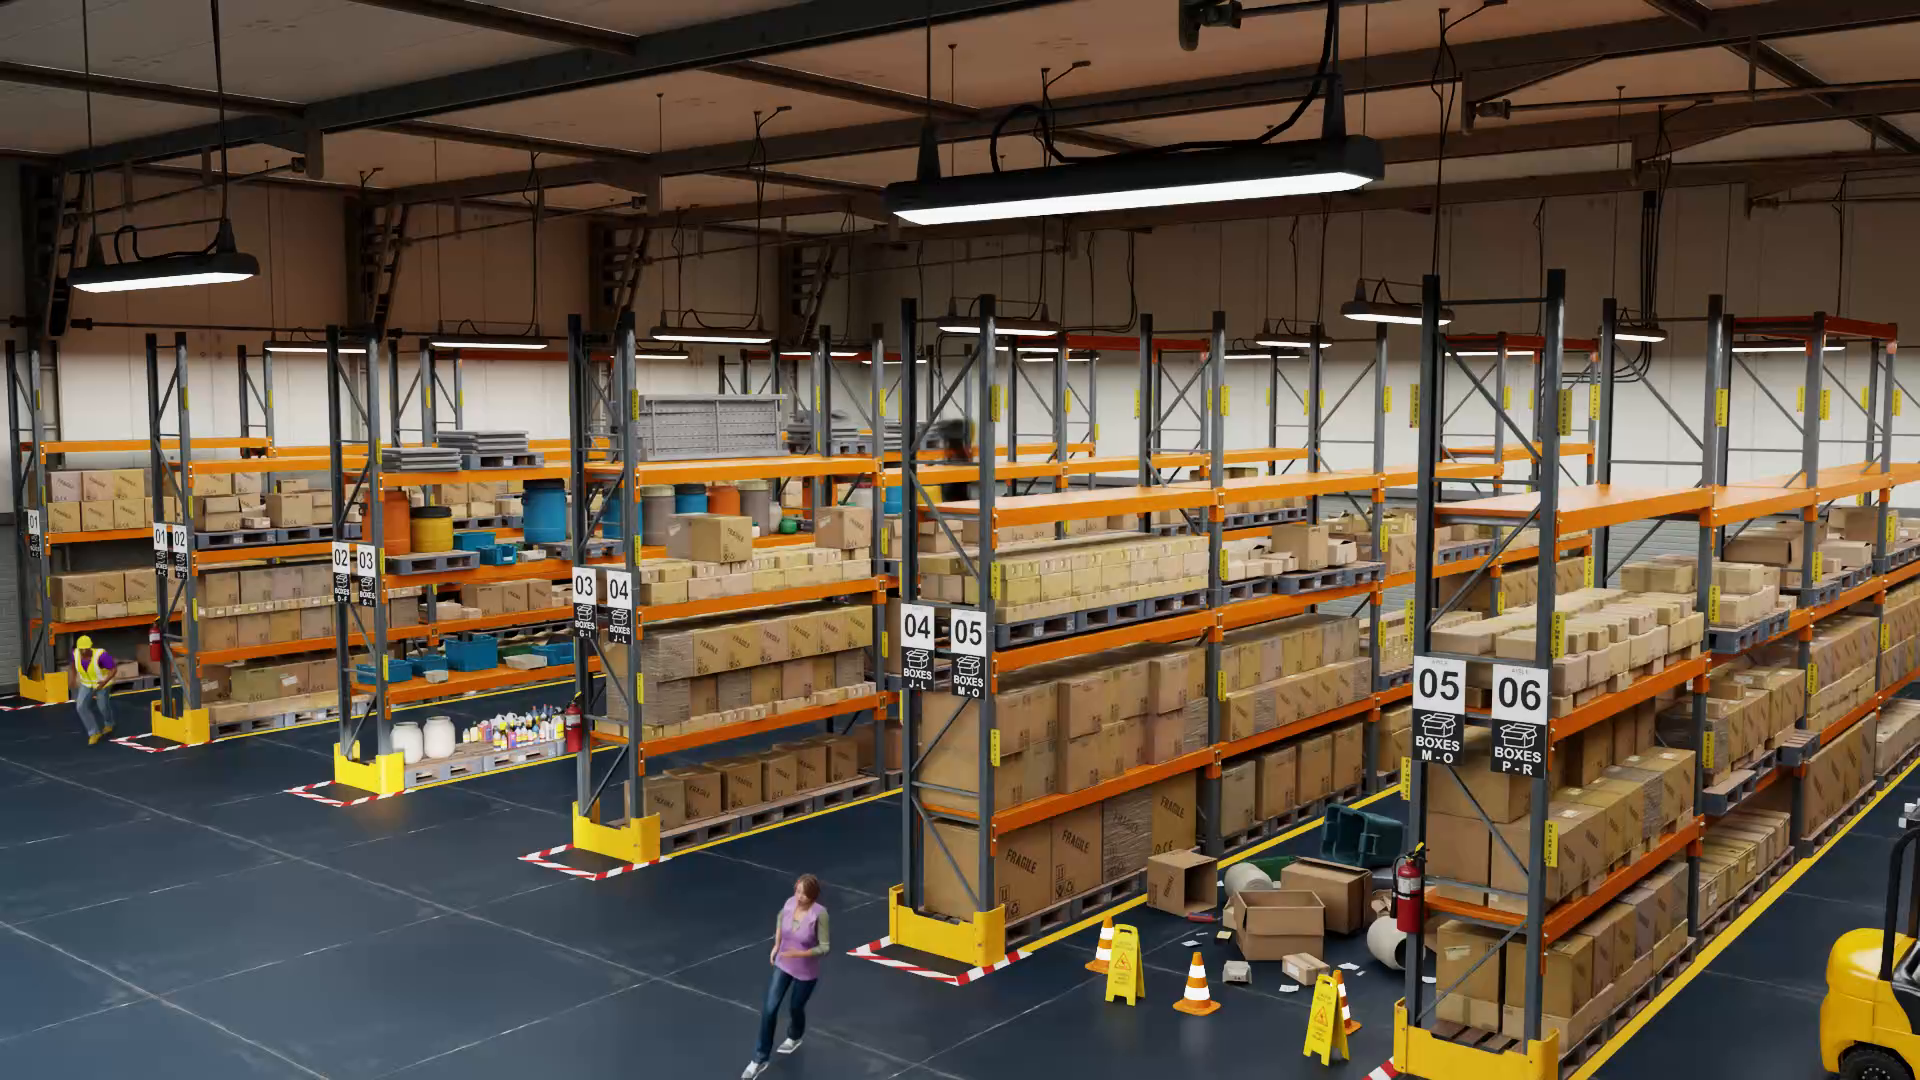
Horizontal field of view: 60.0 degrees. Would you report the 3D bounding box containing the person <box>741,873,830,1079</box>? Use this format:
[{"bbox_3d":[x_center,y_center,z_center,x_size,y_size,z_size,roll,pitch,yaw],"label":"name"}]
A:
[{"bbox_3d":[-1.253,3.234,12.542,0.635,1.543,0.758,1,5,12],"label":"person"}]

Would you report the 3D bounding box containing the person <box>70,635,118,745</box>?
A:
[{"bbox_3d":[-12.746,2.176,24.564,0.702,1.651,1.066,0,5,-3],"label":"person"}]
